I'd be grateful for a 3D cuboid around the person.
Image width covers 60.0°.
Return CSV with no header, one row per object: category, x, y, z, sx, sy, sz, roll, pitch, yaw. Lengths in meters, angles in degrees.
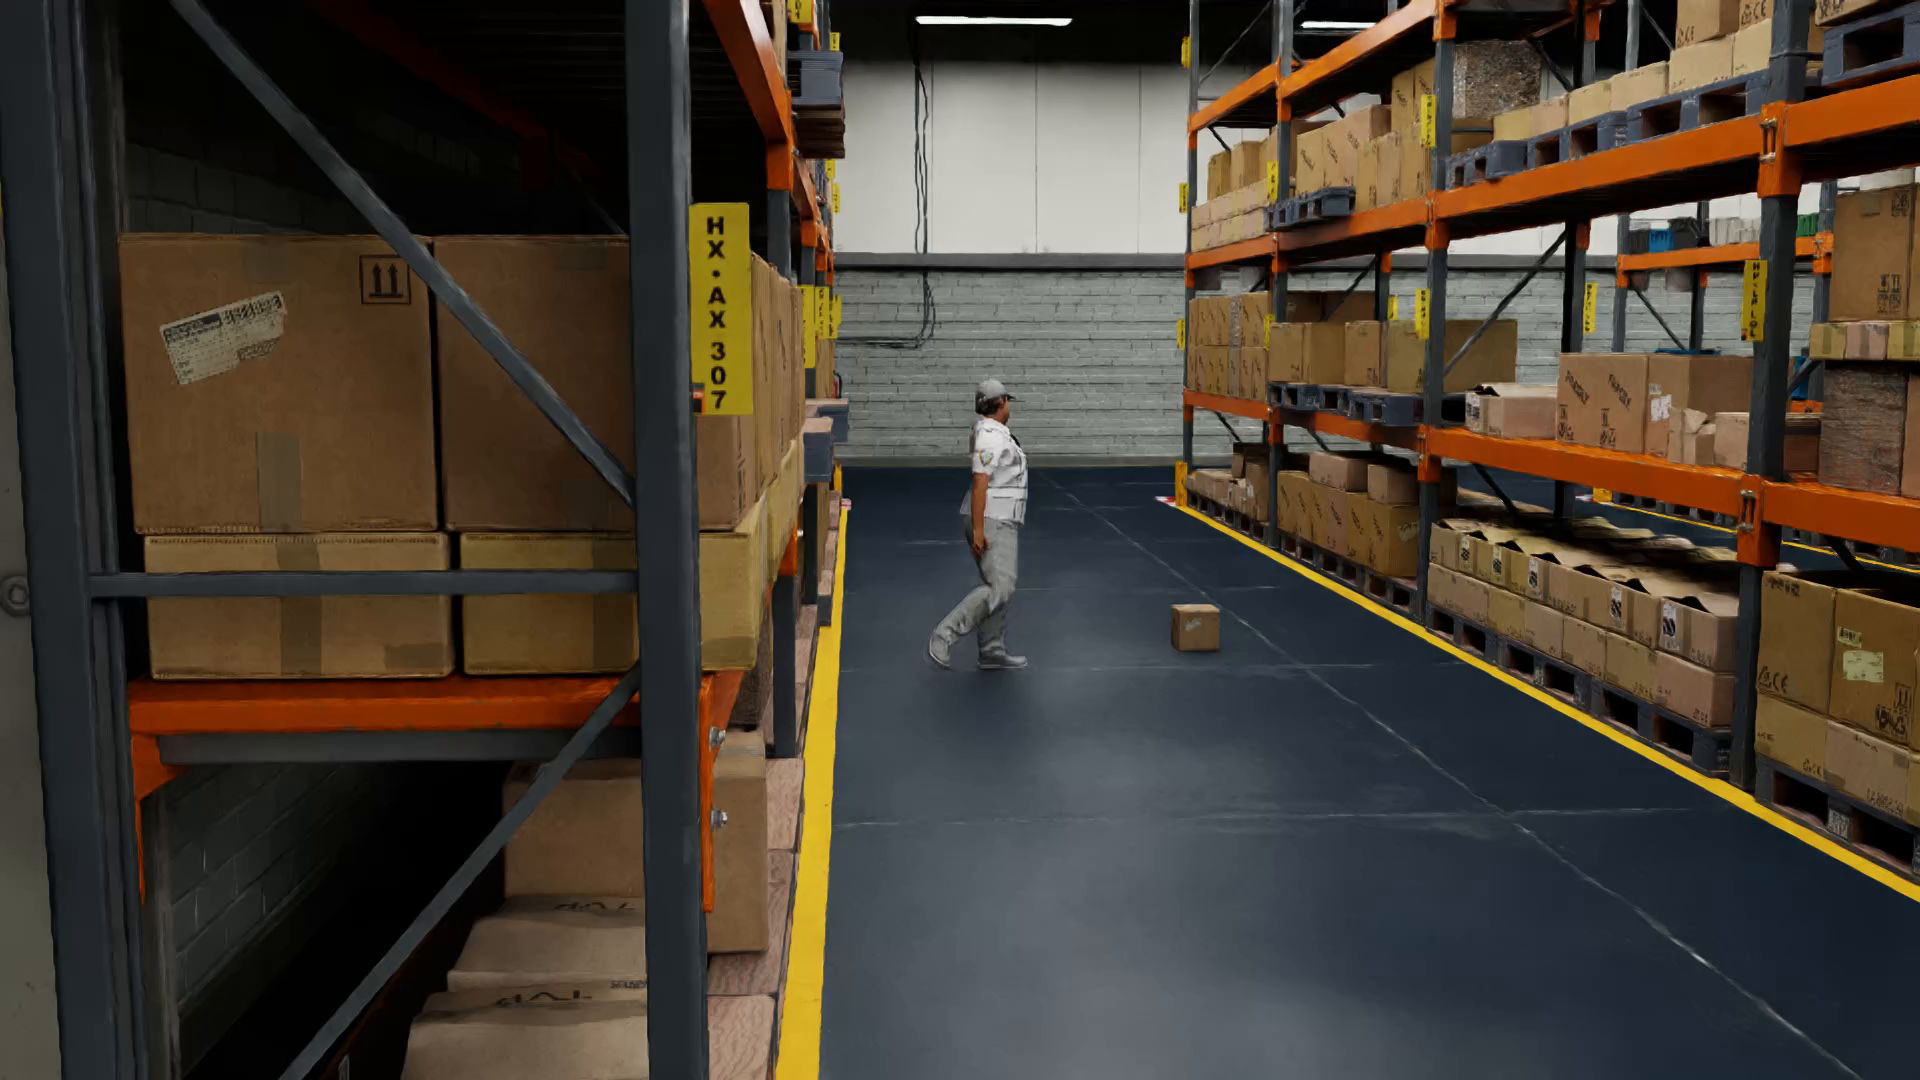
person,0.106,-0.065,9.318,0.587,1.659,0.681,0,7,-2
